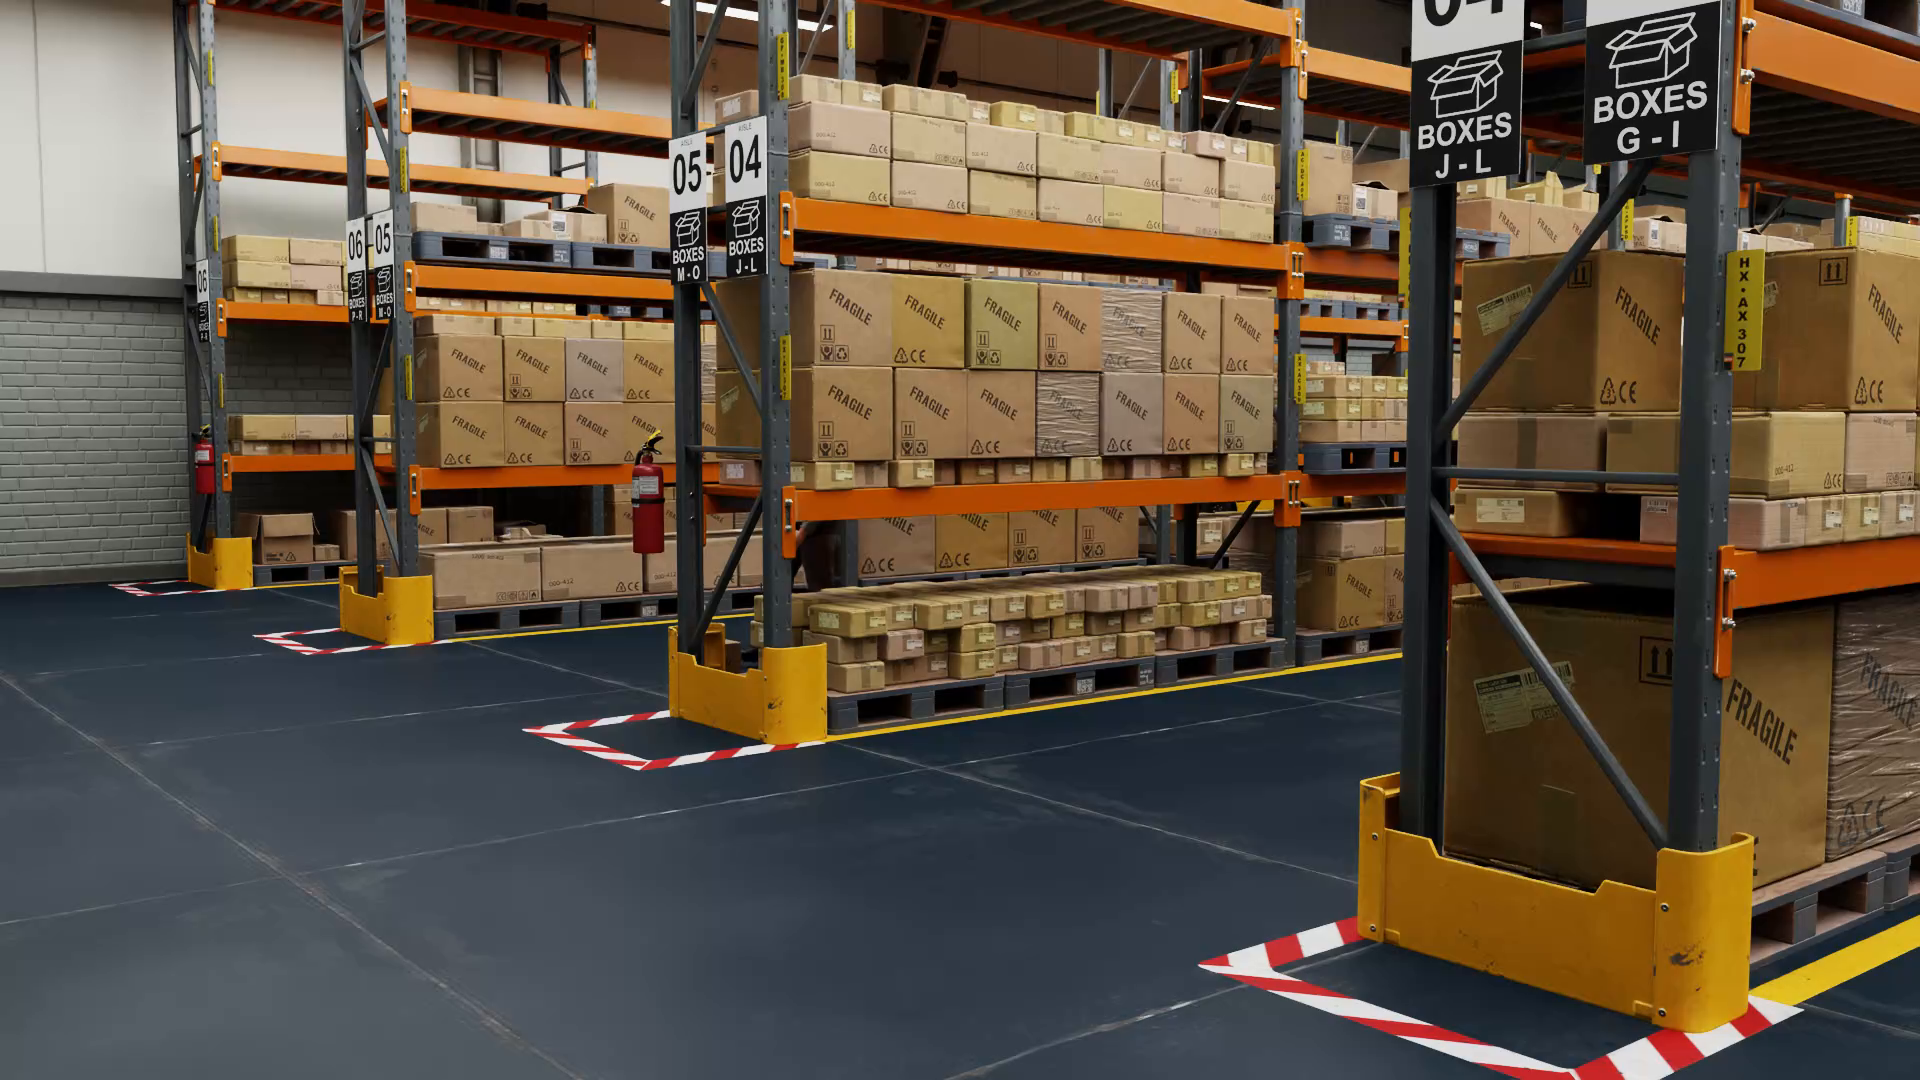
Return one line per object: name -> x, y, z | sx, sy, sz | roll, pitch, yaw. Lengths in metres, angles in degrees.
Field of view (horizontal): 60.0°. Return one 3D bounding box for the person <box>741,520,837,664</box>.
person -> -1.101, 0.041, 11.193 | 0.921, 1.601, 0.542 | -3, 5, -39
